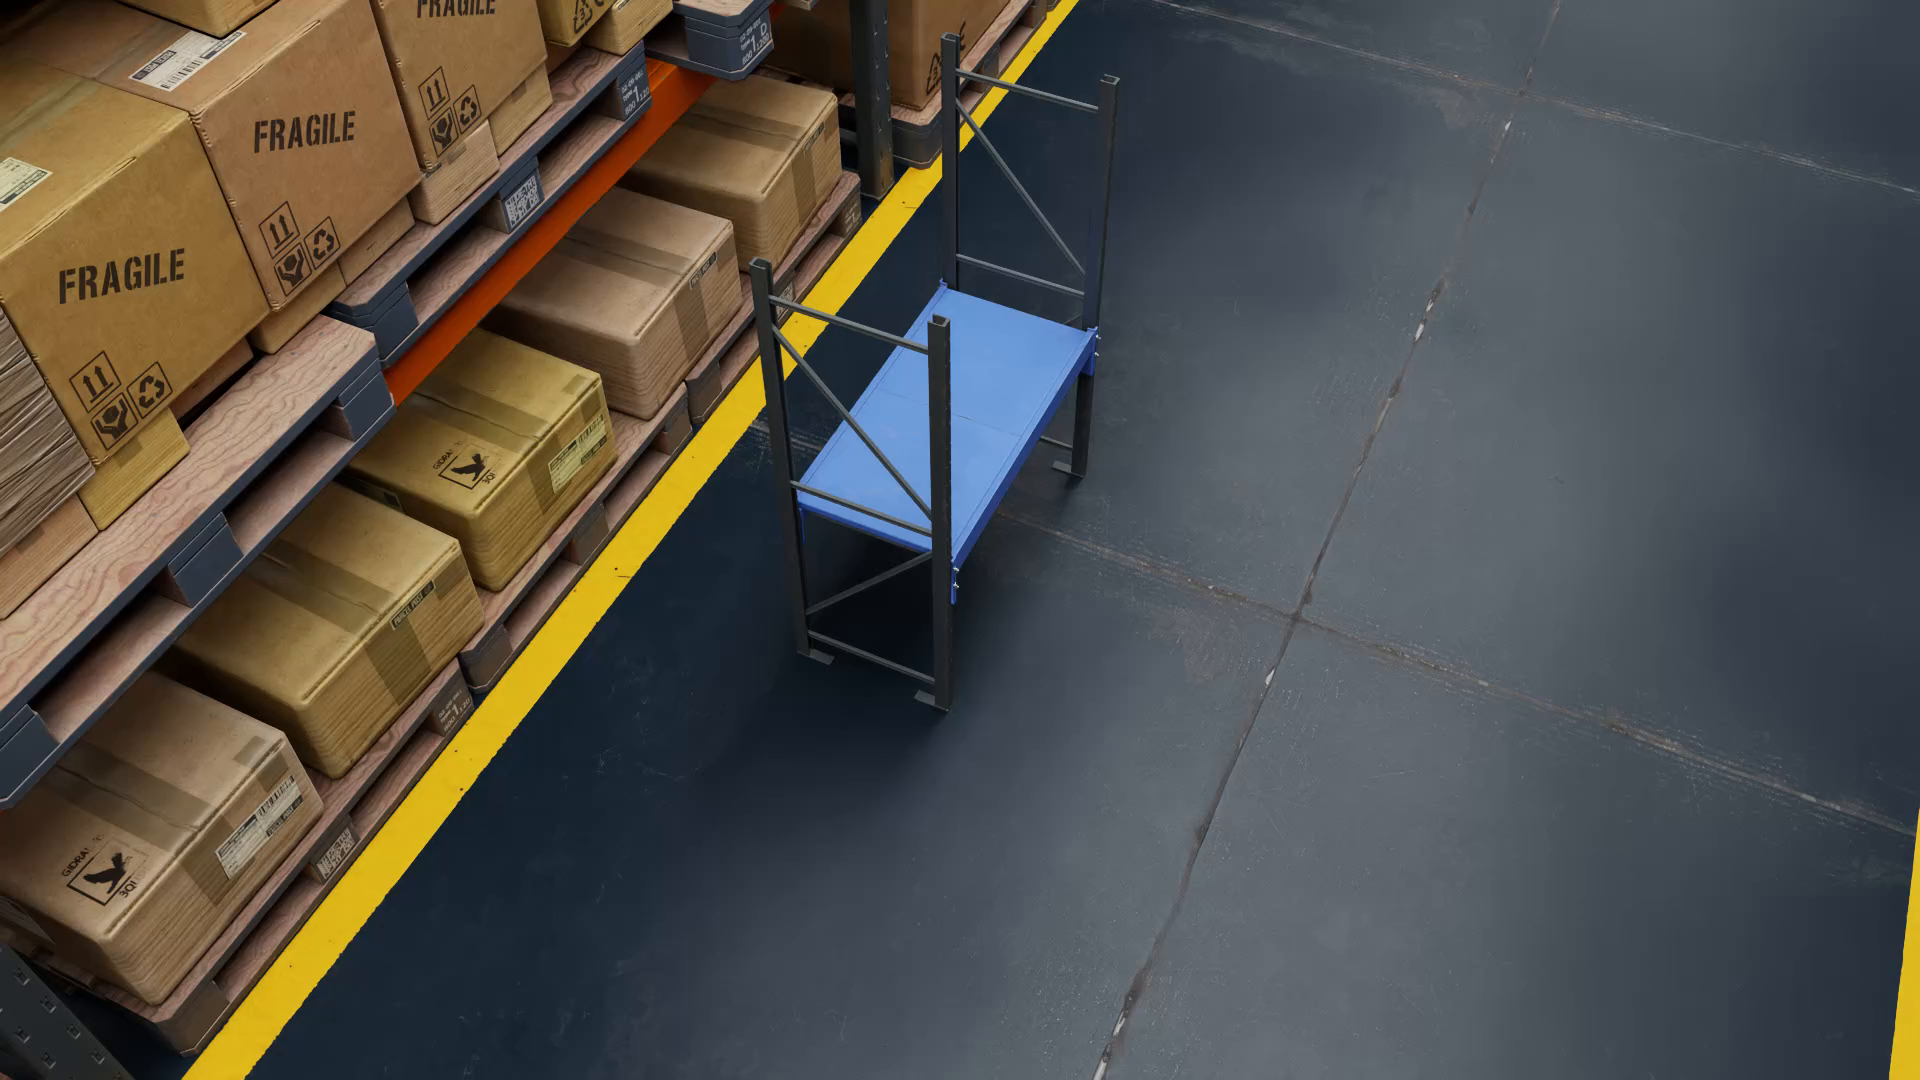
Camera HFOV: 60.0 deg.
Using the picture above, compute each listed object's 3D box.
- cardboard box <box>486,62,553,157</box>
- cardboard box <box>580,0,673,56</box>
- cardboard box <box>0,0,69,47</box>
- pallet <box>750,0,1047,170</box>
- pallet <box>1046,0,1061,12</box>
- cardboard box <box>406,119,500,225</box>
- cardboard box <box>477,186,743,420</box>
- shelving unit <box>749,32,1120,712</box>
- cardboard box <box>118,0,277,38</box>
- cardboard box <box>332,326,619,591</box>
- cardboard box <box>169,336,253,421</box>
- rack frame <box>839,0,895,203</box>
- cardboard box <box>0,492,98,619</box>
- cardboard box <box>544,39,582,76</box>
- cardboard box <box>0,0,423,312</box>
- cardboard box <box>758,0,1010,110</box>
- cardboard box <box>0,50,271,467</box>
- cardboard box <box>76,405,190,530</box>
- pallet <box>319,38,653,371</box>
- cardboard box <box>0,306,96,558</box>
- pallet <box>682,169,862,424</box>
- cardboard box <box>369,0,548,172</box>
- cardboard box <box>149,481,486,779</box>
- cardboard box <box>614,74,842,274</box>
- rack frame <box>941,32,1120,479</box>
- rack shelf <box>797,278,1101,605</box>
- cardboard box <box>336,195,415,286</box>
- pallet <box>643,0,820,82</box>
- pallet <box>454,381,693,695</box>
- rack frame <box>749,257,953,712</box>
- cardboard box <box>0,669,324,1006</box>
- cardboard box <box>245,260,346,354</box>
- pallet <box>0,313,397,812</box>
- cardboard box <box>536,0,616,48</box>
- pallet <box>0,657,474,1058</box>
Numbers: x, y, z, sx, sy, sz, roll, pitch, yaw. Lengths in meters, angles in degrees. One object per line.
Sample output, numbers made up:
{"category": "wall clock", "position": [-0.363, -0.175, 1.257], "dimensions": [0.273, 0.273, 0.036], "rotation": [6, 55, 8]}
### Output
{"category": "cardboard box", "position": [-1.248, -1.123, 4.125], "dimensions": [0.380, 0.149, 0.250], "rotation": [18, 52, 15]}
{"category": "cardboard box", "position": [-0.994, -1.455, 4.408], "dimensions": [0.380, 0.149, 0.250], "rotation": [21, 53, 17]}
{"category": "cardboard box", "position": [-2.013, -1.062, 3.647], "dimensions": [0.500, 0.500, 0.500], "rotation": [21, 53, 17]}
{"category": "pallet", "position": [-0.326, -2.078, 6.880], "dimensions": [1.003, 0.211, 1.213], "rotation": [20, 52, 16]}
{"category": "pallet", "position": [0.197, -2.915, 7.592], "dimensions": [1.003, 0.211, 1.213], "rotation": [20, 52, 16]}
{"category": "cardboard box", "position": [-1.336, -0.930, 3.961], "dimensions": [0.380, 0.149, 0.250], "rotation": [22, 53, 17]}
{"category": "cardboard box", "position": [-1.289, -0.851, 5.455], "dimensions": [0.950, 0.372, 0.625], "rotation": [19, 52, 15]}
{"category": "shelving unit", "position": [-0.036, -0.427, 4.629], "dimensions": [0.538, 1.500, 1.048], "rotation": [20, 52, 16]}
{"category": "cardboard box", "position": [-1.548, -1.175, 3.317], "dimensions": [0.380, 0.149, 0.250], "rotation": [23, 53, 18]}
{"category": "cardboard box", "position": [-1.618, -0.331, 5.012], "dimensions": [0.950, 0.372, 0.625], "rotation": [21, 53, 17]}
{"category": "cardboard box", "position": [-1.751, -0.431, 3.536], "dimensions": [0.380, 0.149, 0.250], "rotation": [23, 53, 18]}
{"category": "rack frame", "position": [-0.730, -2.463, 5.377], "dimensions": [1.000, 3.000, 0.127], "rotation": [20, 52, 16]}
{"category": "cardboard box", "position": [-1.918, -0.042, 3.205], "dimensions": [0.380, 0.149, 0.250], "rotation": [21, 53, 17]}
{"category": "cardboard box", "position": [-1.215, -1.323, 4.295], "dimensions": [0.380, 0.149, 0.250], "rotation": [20, 53, 16]}
{"category": "cardboard box", "position": [-1.543, -0.885, 3.496], "dimensions": [0.500, 0.500, 0.500], "rotation": [20, 52, 16]}
{"category": "cardboard box", "position": [-0.360, -2.360, 6.408], "dimensions": [0.875, 0.875, 0.875], "rotation": [19, 52, 16]}
{"category": "cardboard box", "position": [-1.766, -0.549, 3.211], "dimensions": [0.500, 0.500, 0.500], "rotation": [20, 52, 16]}
{"category": "cardboard box", "position": [-1.803, -0.211, 3.349], "dimensions": [0.380, 0.149, 0.250], "rotation": [21, 53, 17]}
{"category": "pallet", "position": [-1.539, -1.025, 4.278], "dimensions": [1.003, 0.211, 1.213], "rotation": [20, 52, 16]}
{"category": "cardboard box", "position": [-1.980, -0.203, 2.917], "dimensions": [0.500, 0.500, 0.500], "rotation": [21, 53, 17]}
{"category": "pallet", "position": [-1.066, -1.022, 5.981], "dimensions": [1.003, 0.211, 1.213], "rotation": [20, 52, 16]}
{"category": "cardboard box", "position": [-1.333, -1.242, 3.800], "dimensions": [0.500, 0.500, 0.500], "rotation": [18, 52, 15]}
{"category": "cardboard box", "position": [-1.913, 0.148, 4.604], "dimensions": [0.950, 0.372, 0.625], "rotation": [23, 53, 18]}
{"category": "cardboard box", "position": [-0.981, -1.362, 5.889], "dimensions": [0.950, 0.372, 0.625], "rotation": [17, 52, 14]}
{"category": "rack frame", "position": [0.181, -0.777, 4.927], "dimensions": [0.500, 1.500, 0.032], "rotation": [20, 52, 16]}
{"category": "rack shelf", "position": [-0.036, -0.311, 4.766], "dimensions": [0.538, 0.185, 1.000], "rotation": [20, 52, 16]}
{"category": "cardboard box", "position": [-1.496, -0.764, 3.820], "dimensions": [0.380, 0.149, 0.250], "rotation": [20, 53, 16]}
{"category": "pallet", "position": [-0.939, -1.876, 5.003], "dimensions": [1.213, 0.211, 1.003], "rotation": [20, 52, 16]}
{"category": "pallet", "position": [-1.588, -0.185, 5.269], "dimensions": [1.003, 0.211, 1.213], "rotation": [20, 52, 16]}
{"category": "rack frame", "position": [-0.254, -0.077, 4.331], "dimensions": [0.500, 1.500, 0.032], "rotation": [20, 52, 16]}
{"category": "cardboard box", "position": [-2.218, 0.644, 4.182], "dimensions": [0.950, 0.372, 0.625], "rotation": [20, 53, 17]}
{"category": "cardboard box", "position": [-1.603, -0.594, 3.675], "dimensions": [0.380, 0.149, 0.250], "rotation": [21, 53, 17]}
{"category": "pallet", "position": [-1.981, -0.126, 3.514], "dimensions": [1.003, 0.211, 1.213], "rotation": [20, 52, 16]}
{"category": "cardboard box", "position": [-1.099, -1.617, 4.120], "dimensions": [0.500, 0.500, 0.500], "rotation": [17, 52, 14]}
{"category": "pallet", "position": [-2.108, 0.658, 4.552], "dimensions": [1.003, 0.211, 1.213], "rotation": [20, 52, 16]}
